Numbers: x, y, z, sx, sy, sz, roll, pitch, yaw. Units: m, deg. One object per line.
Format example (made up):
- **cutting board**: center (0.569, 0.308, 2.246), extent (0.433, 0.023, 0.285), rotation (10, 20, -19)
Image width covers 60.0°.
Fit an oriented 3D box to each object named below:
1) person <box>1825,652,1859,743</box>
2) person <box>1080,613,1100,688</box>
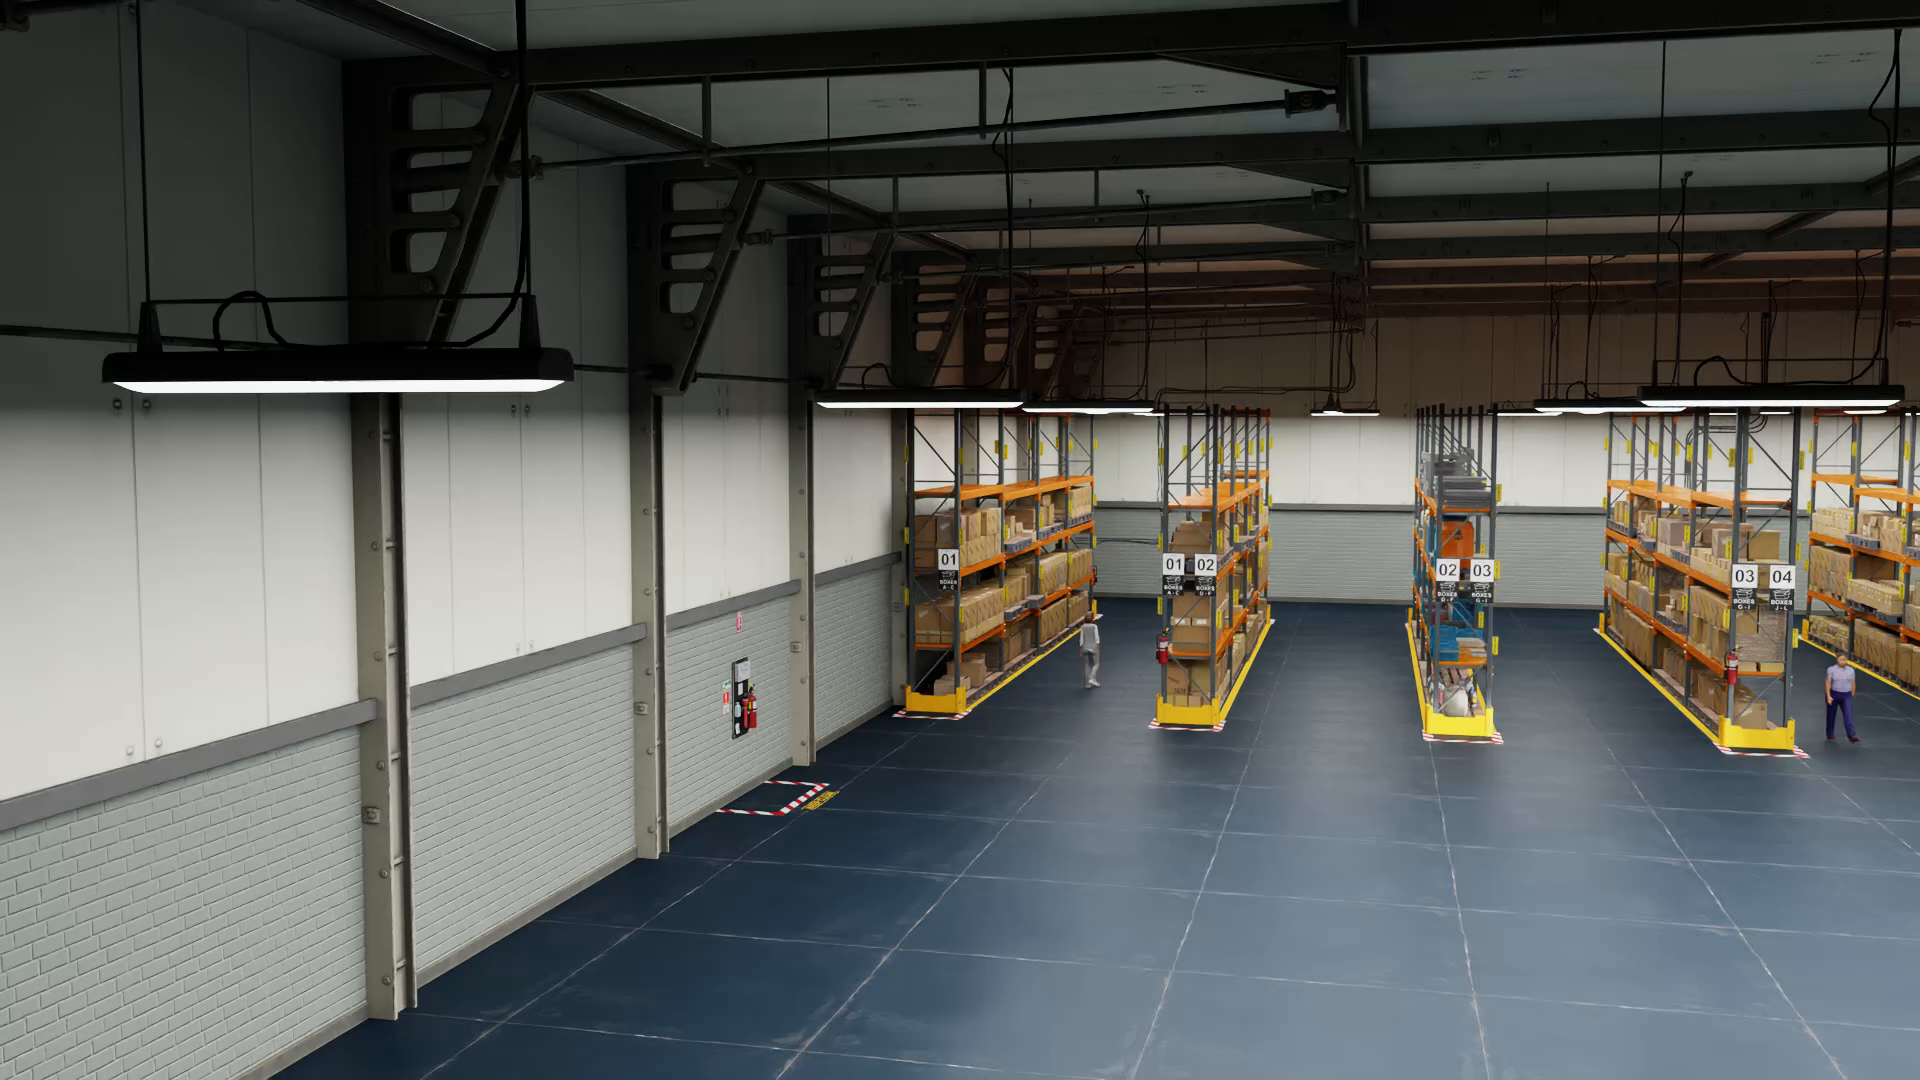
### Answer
- **person**: center (15.511, 2.791, 29.281), extent (0.503, 1.564, 1.052), rotation (1, 4, 20)
- **person**: center (2.762, 2.356, 35.333), extent (0.463, 1.594, 0.463), rotation (1, 4, 11)
